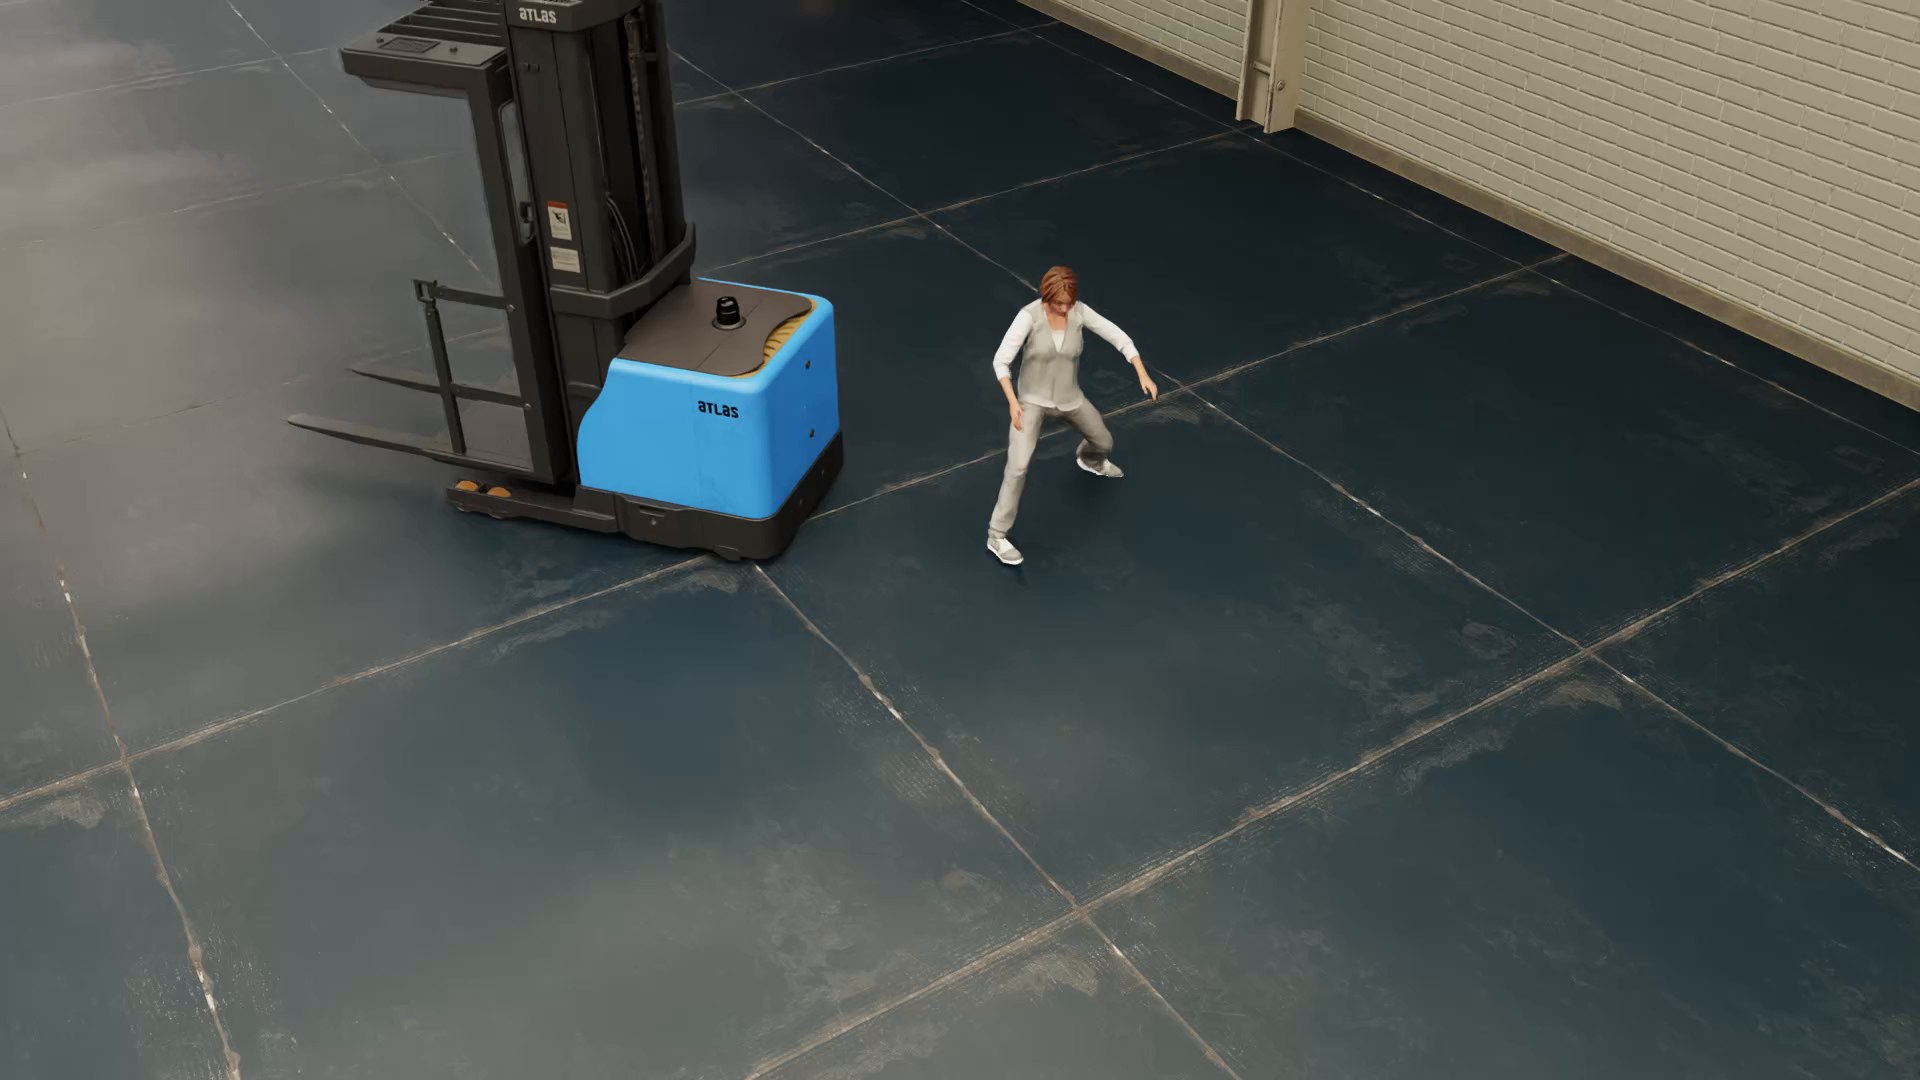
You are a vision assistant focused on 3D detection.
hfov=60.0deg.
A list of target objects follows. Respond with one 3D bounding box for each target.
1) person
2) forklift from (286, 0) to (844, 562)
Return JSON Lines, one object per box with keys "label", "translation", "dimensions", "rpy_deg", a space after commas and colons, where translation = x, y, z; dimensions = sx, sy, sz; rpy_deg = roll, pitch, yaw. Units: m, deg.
{"label": "person", "translation": [0.531, -0.700, 8.494], "dimensions": [0.925, 1.435, 0.874], "rpy_deg": [-8, 36, -12]}
{"label": "forklift", "translation": [-2.215, -1.588, 8.408], "dimensions": [3.031, 2.935, 1.130], "rpy_deg": [11, 37, 15]}
